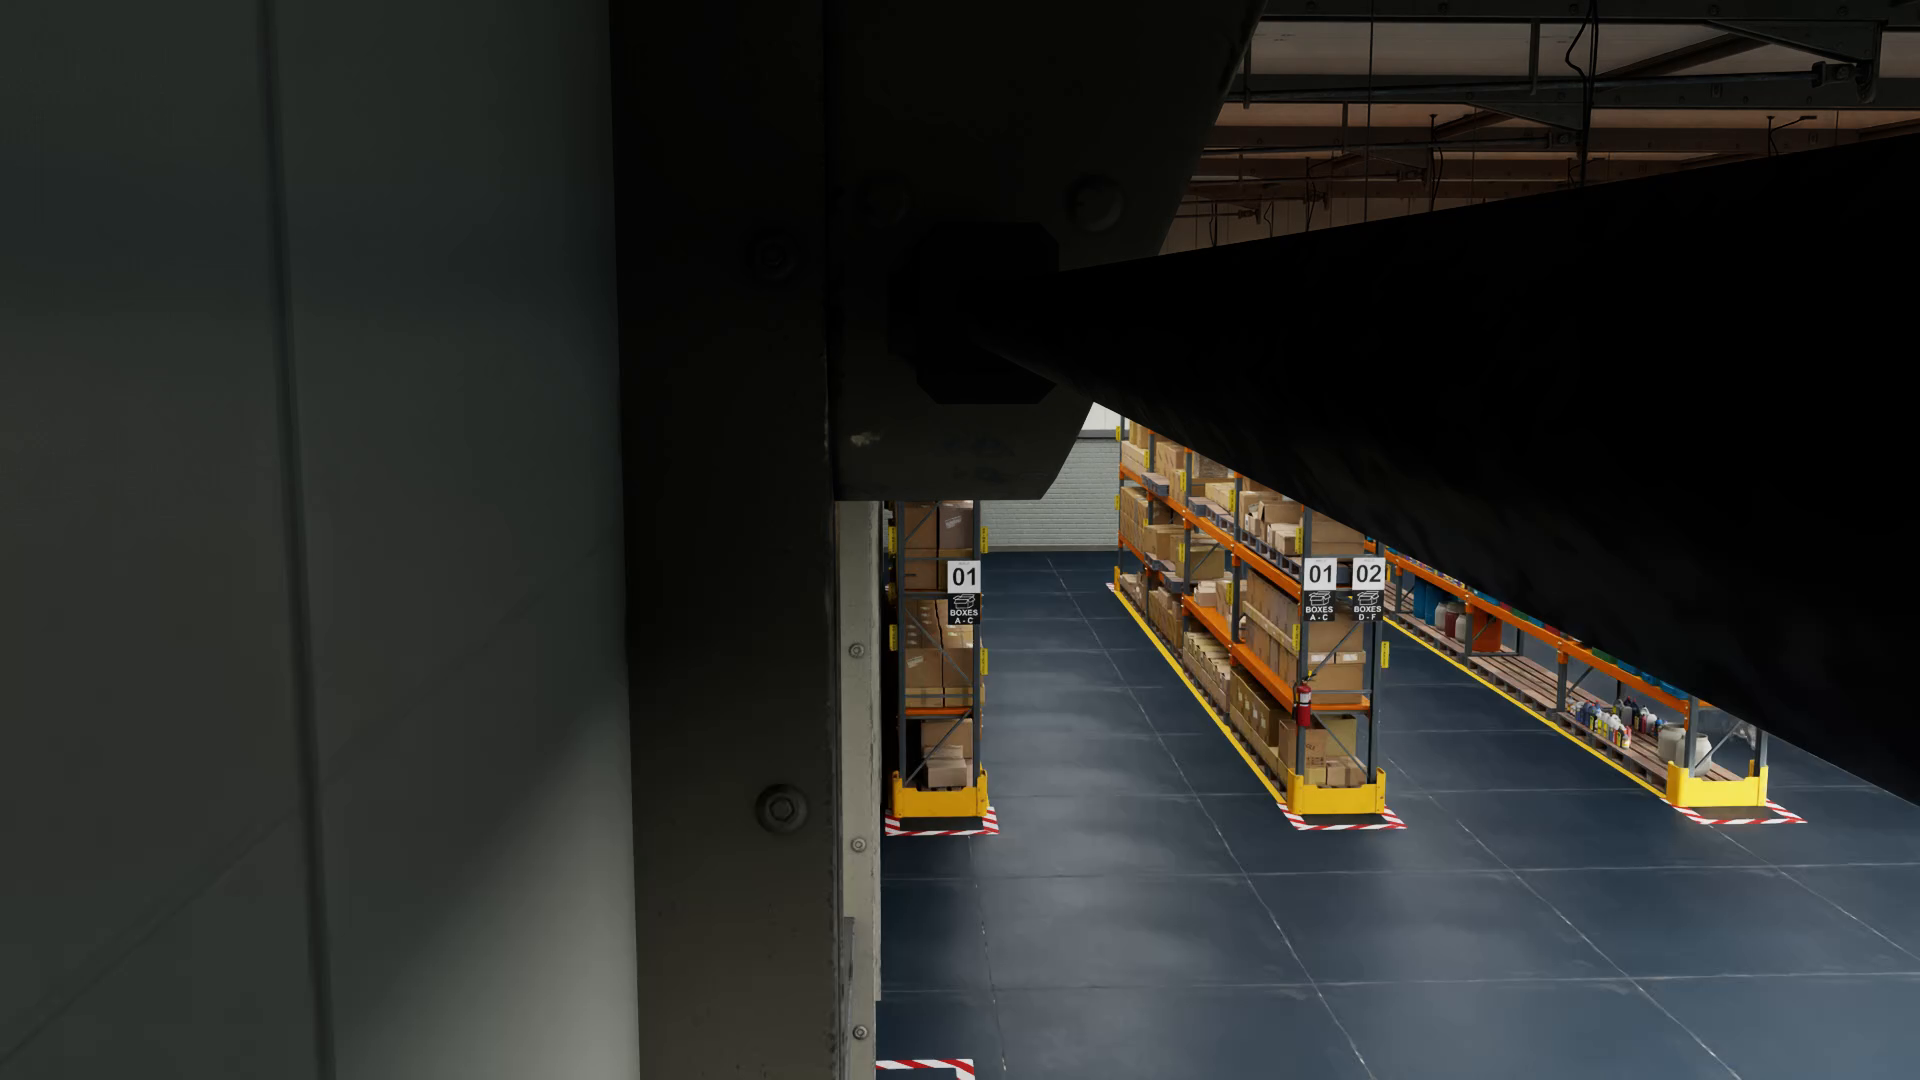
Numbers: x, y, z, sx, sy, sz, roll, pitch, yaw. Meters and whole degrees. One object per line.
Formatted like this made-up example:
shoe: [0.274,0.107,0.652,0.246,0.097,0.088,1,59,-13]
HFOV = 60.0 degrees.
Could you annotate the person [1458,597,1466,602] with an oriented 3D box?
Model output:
person: [10.334,0.605,33.998,0.503,1.670,1.069,-2,9,-17]

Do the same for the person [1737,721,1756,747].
person: [11.309,2.143,23.756,0.446,1.547,0.921,0,8,3]
